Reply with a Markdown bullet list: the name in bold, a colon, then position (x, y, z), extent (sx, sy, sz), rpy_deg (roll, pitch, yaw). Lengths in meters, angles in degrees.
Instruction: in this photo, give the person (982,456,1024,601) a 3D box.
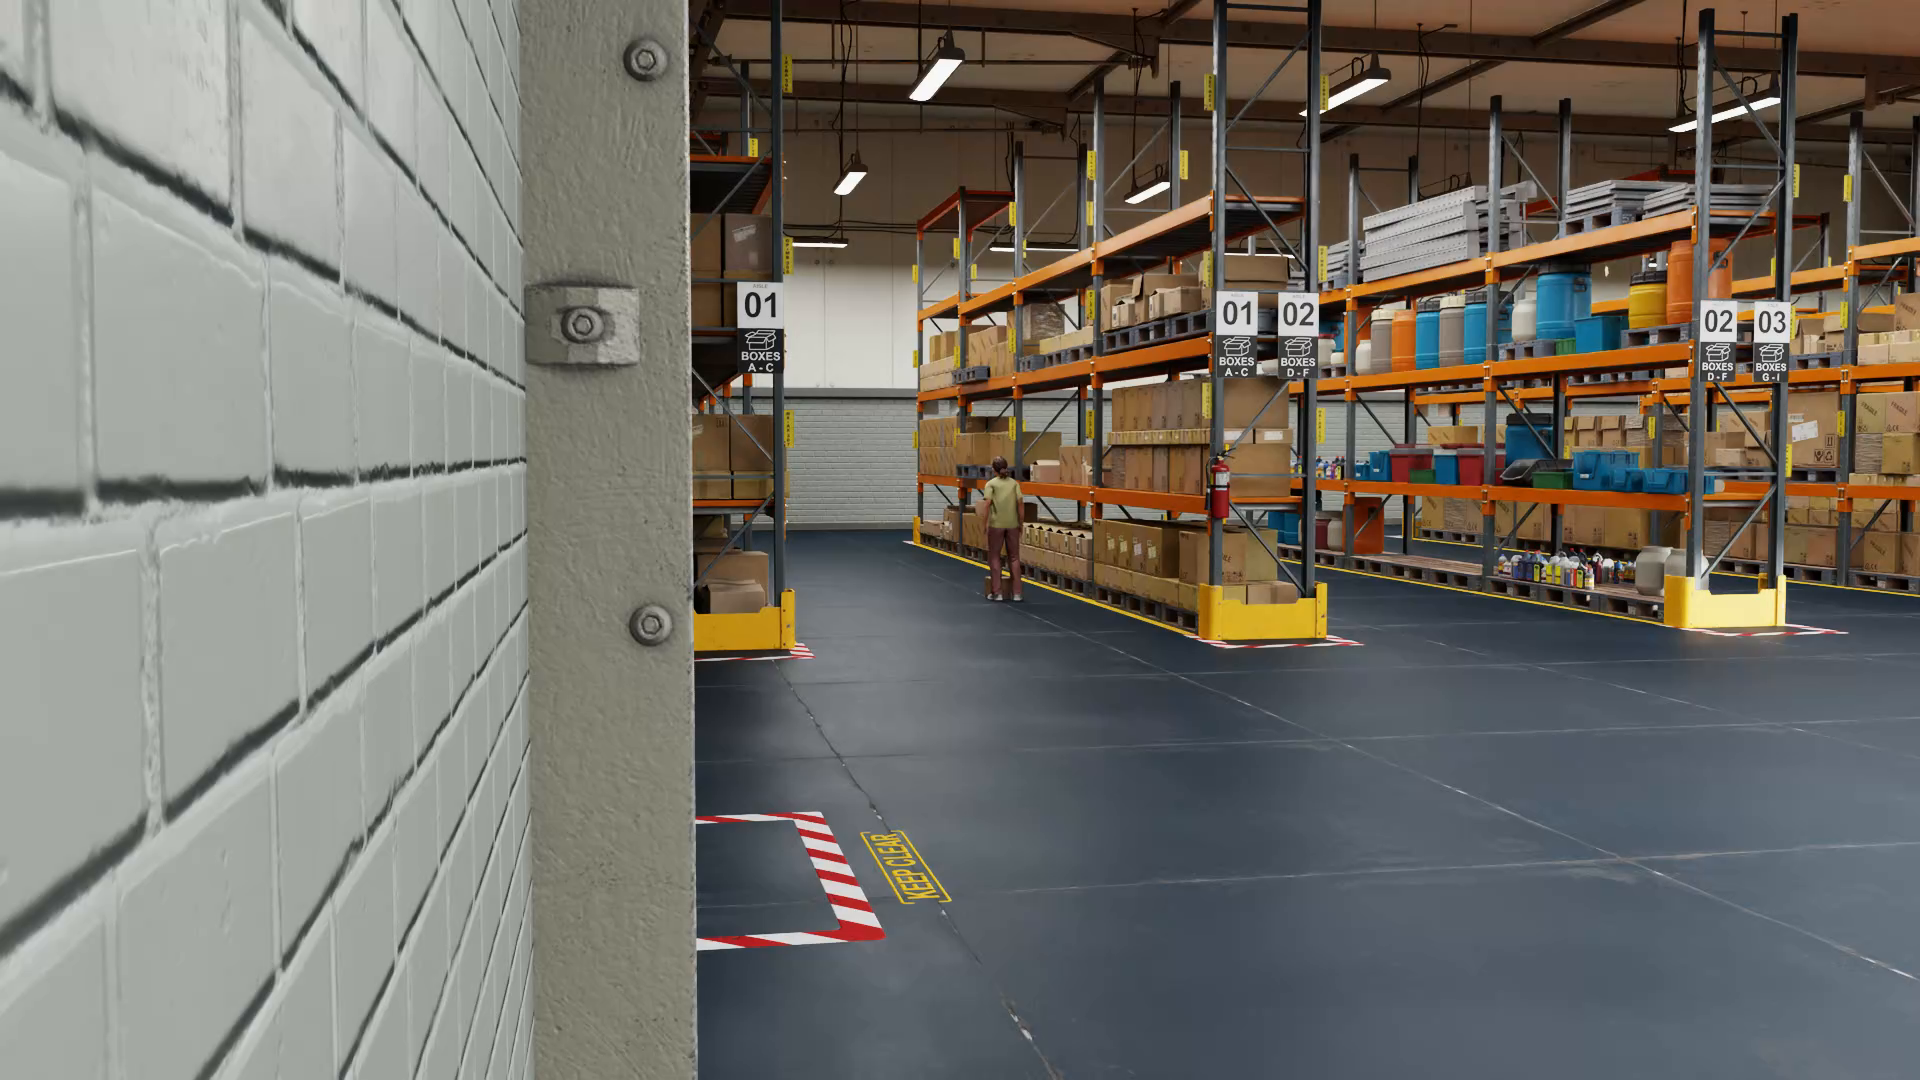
- **person**: position (0.489, -0.133, 19.273), extent (0.521, 1.671, 0.415), rpy_deg (-1, 3, -15)
